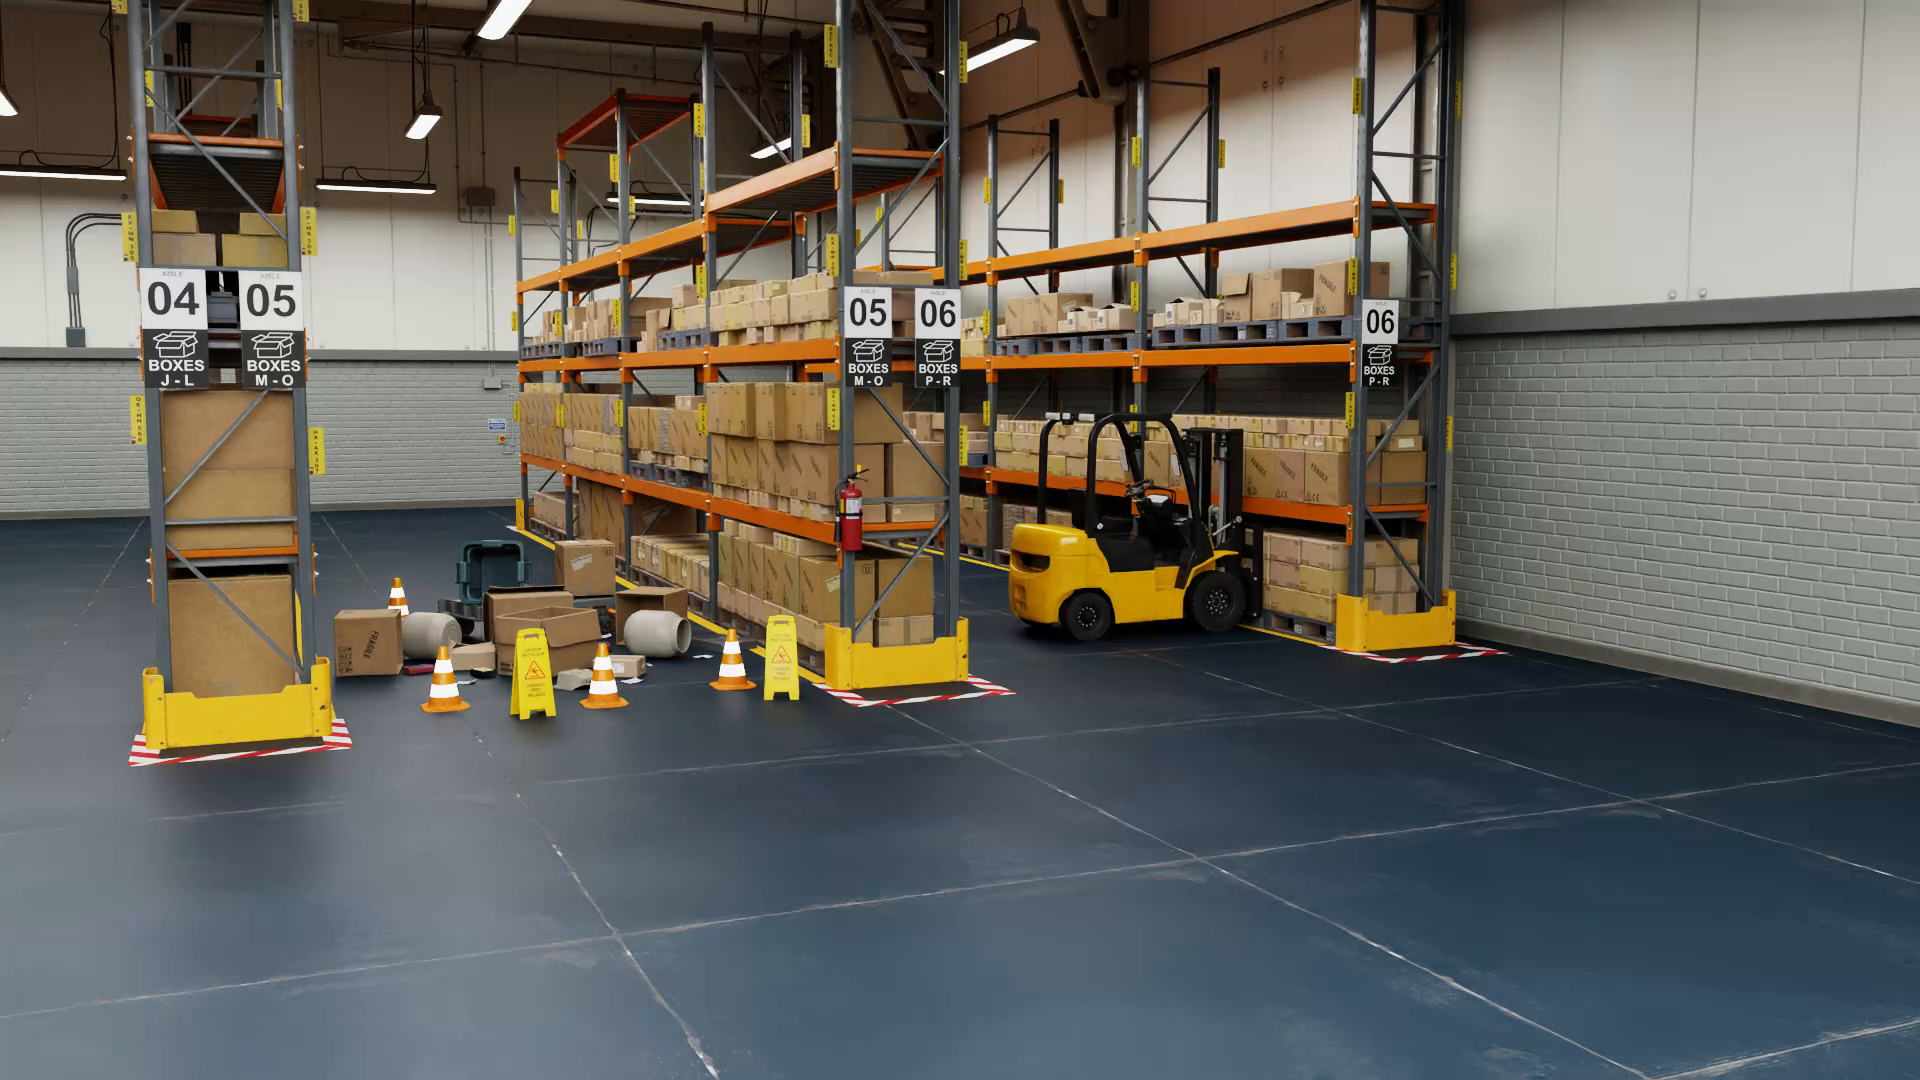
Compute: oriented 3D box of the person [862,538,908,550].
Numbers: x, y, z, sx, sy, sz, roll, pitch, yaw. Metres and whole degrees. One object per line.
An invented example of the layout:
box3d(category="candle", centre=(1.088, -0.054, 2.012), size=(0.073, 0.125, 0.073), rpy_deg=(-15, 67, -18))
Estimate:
box3d(category="person", centre=(-0.811, -0.118, 17.929), size=(0.563, 1.766, 0.417), rpy_deg=(-2, 6, -24))
